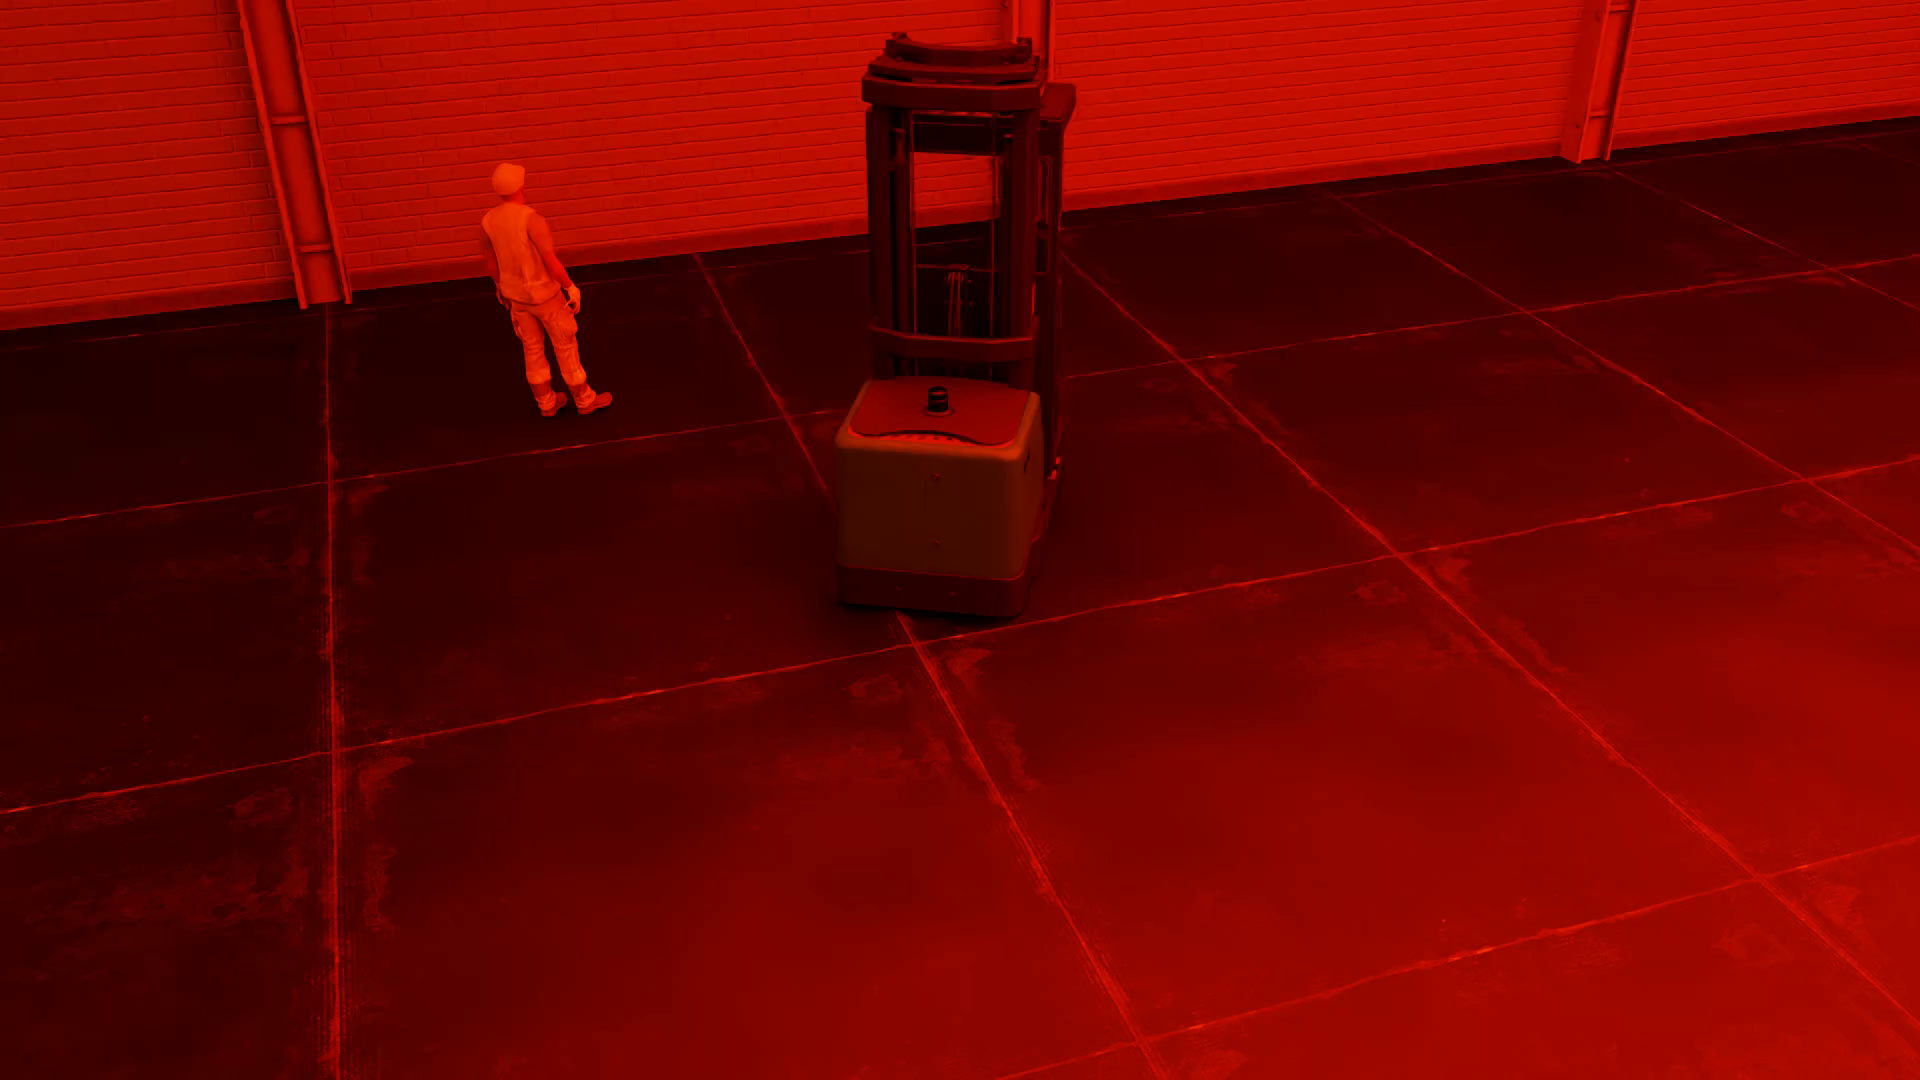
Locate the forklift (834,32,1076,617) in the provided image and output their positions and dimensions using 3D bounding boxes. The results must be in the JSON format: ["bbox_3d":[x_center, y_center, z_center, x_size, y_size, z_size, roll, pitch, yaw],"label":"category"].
[{"bbox_3d":[0.065,-1.563,9.804,1.130,2.935,3.031,5,30,8],"label":"forklift"}]

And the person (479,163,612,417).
[{"bbox_3d":[-2.805,-1.681,11.138,0.637,1.786,0.566,11,32,19],"label":"person"}]
